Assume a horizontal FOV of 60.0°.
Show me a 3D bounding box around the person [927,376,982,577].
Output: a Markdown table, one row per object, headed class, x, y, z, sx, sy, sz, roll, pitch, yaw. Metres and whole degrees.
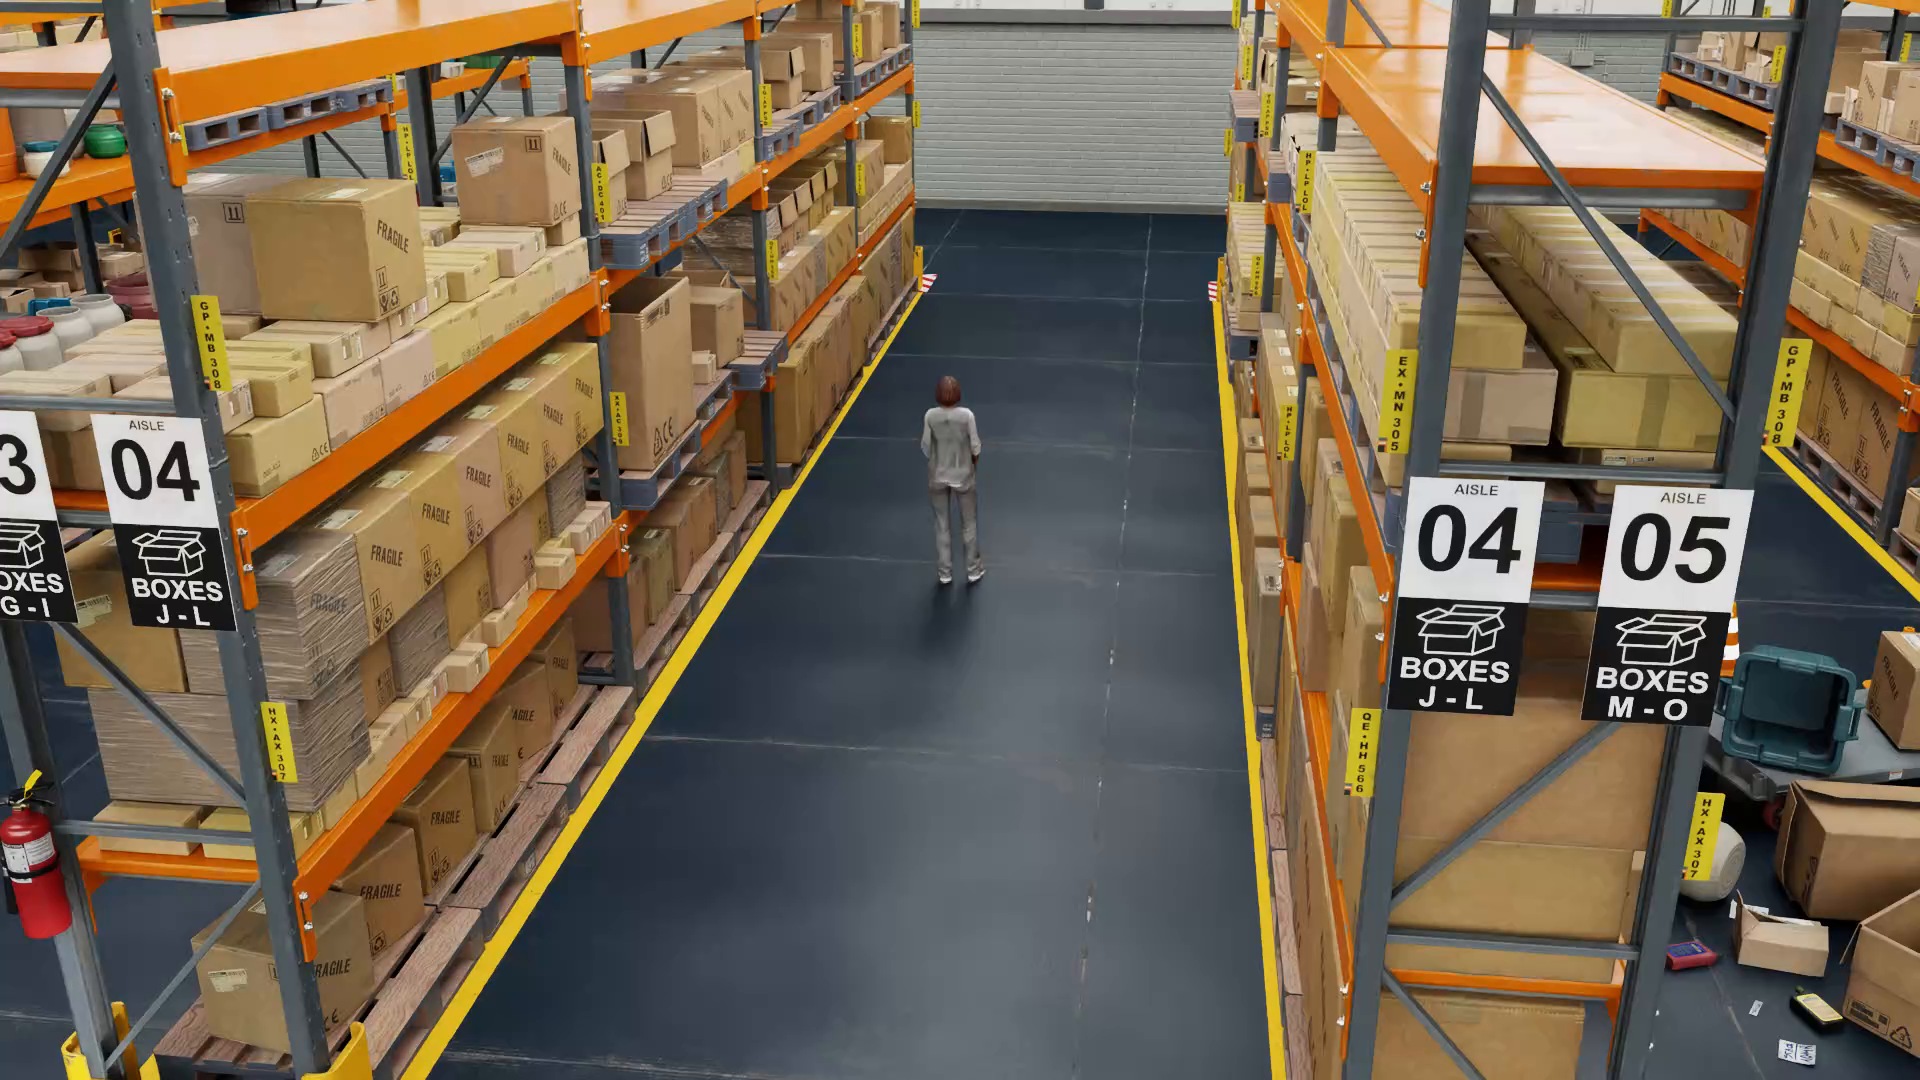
| class | x | y | z | sx | sy | sz | roll | pitch | yaw |
| --- | --- | --- | --- | --- | --- | --- | --- | --- | --- |
| person | -0.053 | -0.492 | 12.252 | 0.435 | 1.537 | 0.417 | 2 | 22 | 6 |
